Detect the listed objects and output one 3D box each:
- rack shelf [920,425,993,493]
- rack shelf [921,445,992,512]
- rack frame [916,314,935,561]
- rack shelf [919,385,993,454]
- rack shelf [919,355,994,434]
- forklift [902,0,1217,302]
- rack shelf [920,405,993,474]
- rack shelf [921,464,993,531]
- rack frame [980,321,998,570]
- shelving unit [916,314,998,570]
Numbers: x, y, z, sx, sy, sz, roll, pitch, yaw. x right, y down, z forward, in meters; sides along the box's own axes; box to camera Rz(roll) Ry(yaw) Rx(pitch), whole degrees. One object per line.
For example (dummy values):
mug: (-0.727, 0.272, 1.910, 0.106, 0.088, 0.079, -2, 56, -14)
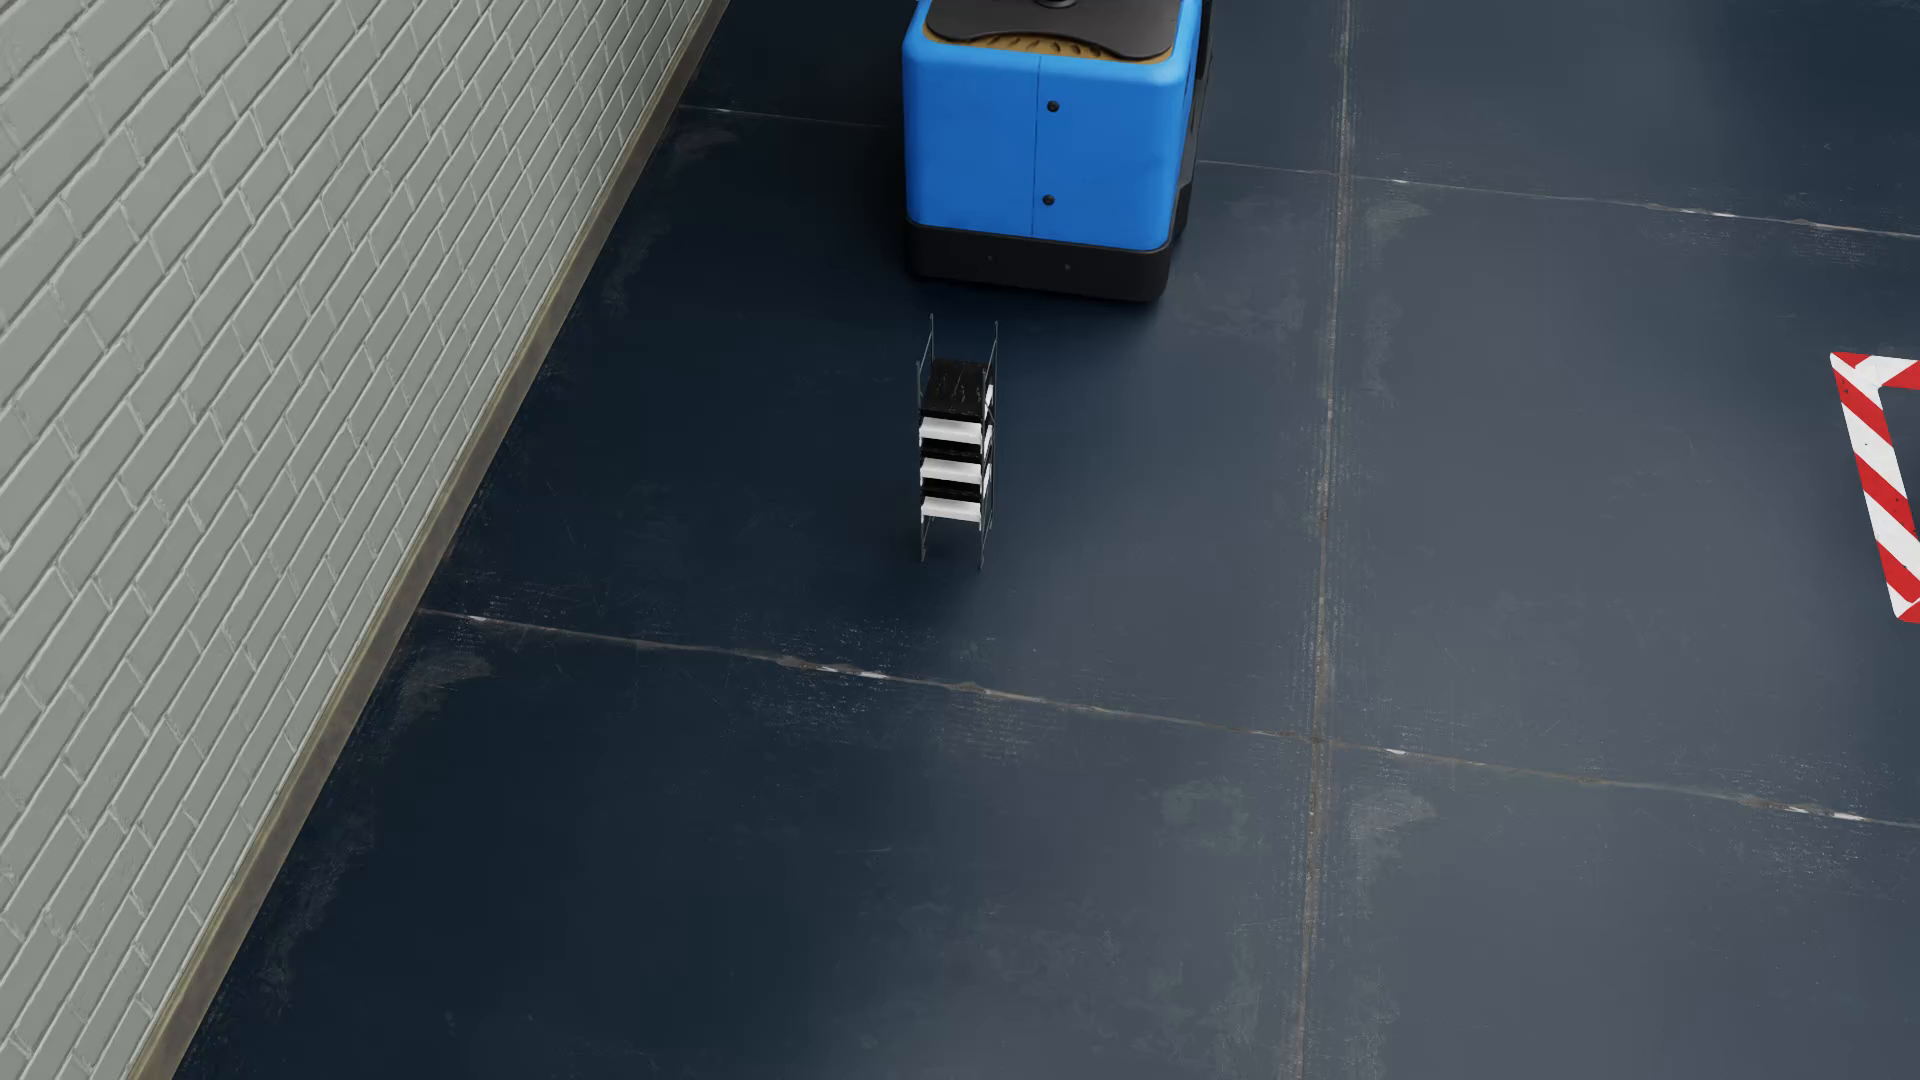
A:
rack shelf: (-0.008, -0.280, 5.441, 0.200, 0.077, 0.258, 8, 49, 7)
rack shelf: (-0.008, -0.219, 5.508, 0.200, 0.077, 0.258, 8, 49, 7)
rack frame: (-0.108, -0.315, 5.428, 0.006, 0.900, 0.240, 8, 49, 7)
rack shelf: (-0.008, -0.400, 5.307, 0.200, 0.077, 0.258, 8, 49, 7)
rack shelf: (-0.008, -0.460, 5.240, 0.200, 0.077, 0.258, 8, 49, 7)
forklift: (0.559, -3.025, 6.498, 1.130, 2.935, 3.031, 8, 49, 7)
rack shelf: (-0.008, -0.340, 5.374, 0.200, 0.077, 0.258, 8, 49, 7)
rack shelf: (-0.008, -0.159, 5.575, 0.200, 0.077, 0.258, 8, 49, 7)
rack frame: (0.092, -0.288, 5.404, 0.006, 0.900, 0.240, 8, 49, 7)
shelving unit: (-0.008, -0.302, 5.416, 0.210, 0.900, 0.258, 8, 49, 7)
